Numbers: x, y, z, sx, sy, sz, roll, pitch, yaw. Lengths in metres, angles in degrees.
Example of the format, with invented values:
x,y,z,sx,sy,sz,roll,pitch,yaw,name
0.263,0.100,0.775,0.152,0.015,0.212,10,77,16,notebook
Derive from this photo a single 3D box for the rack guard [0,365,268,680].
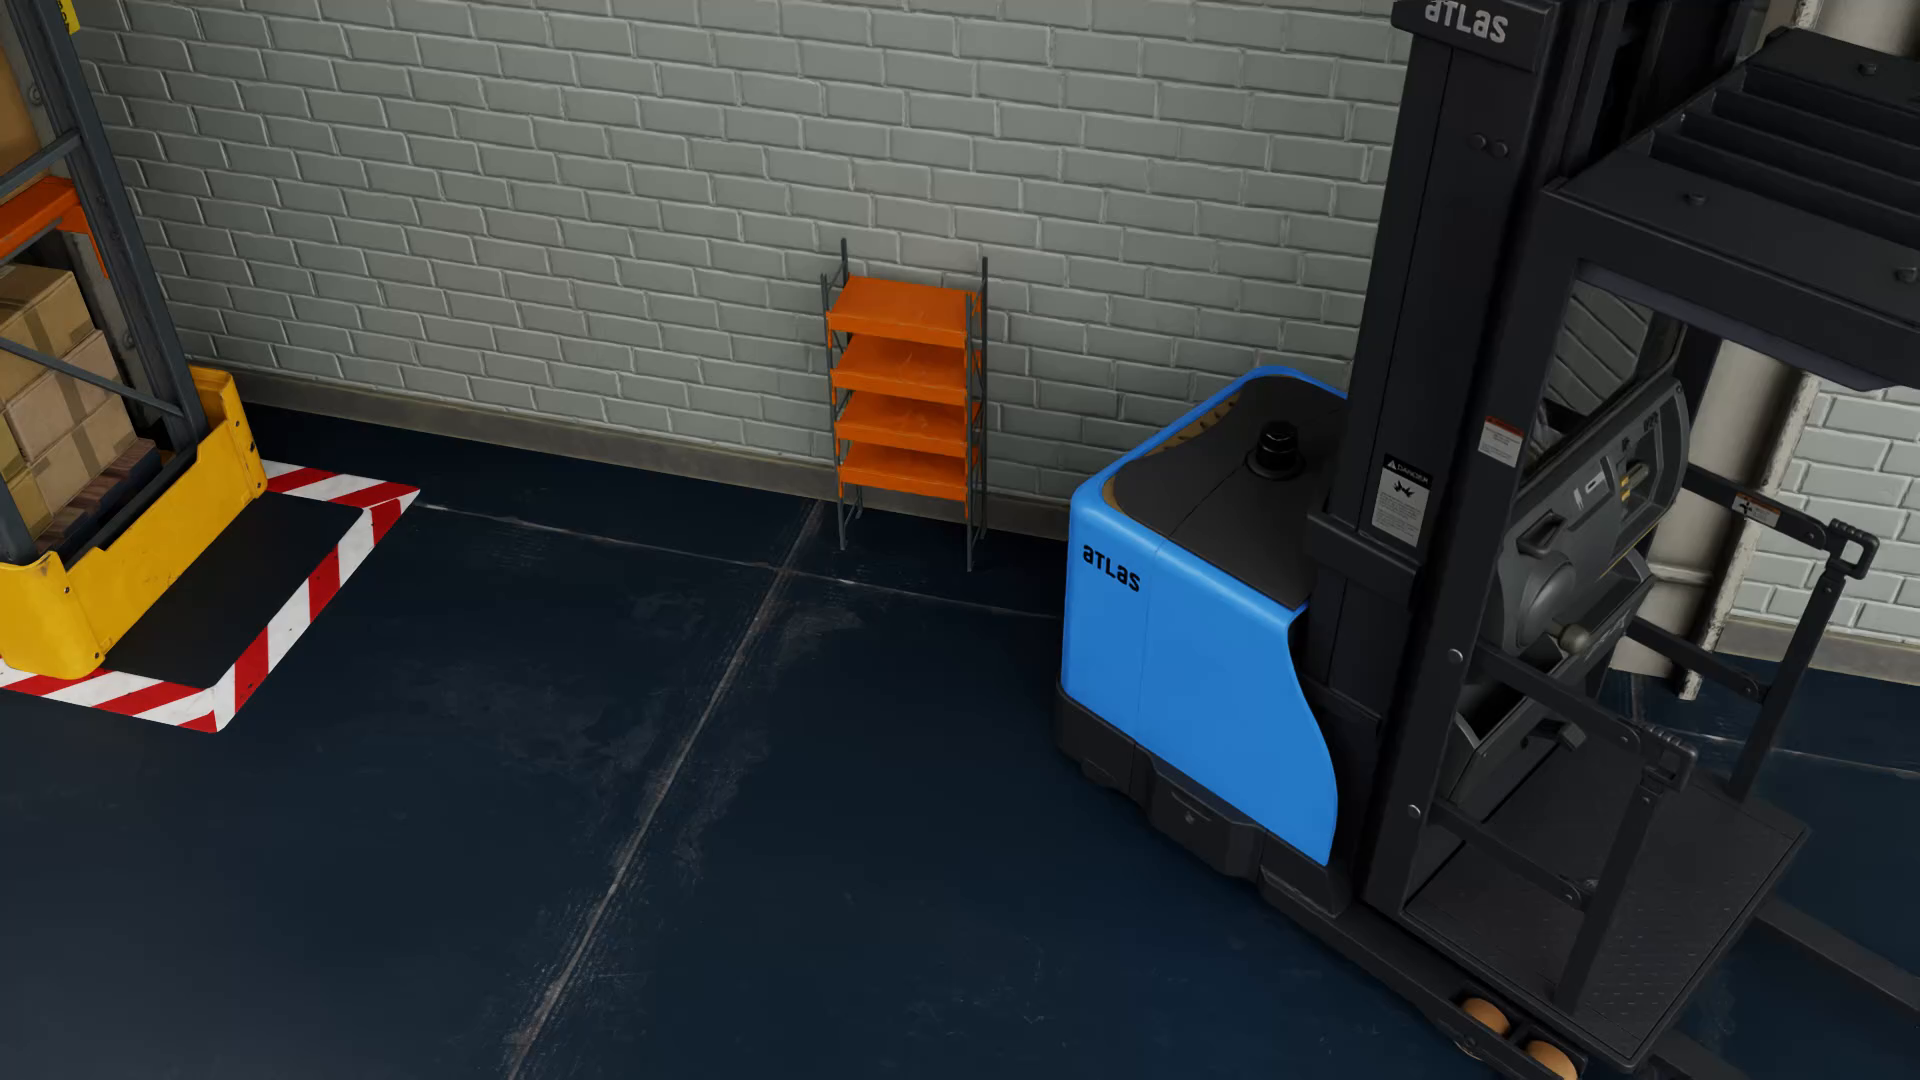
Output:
x,y,z,sx,sy,sz,roll,pitch,yaw,name
-3.008,-0.095,5.975,0.348,0.500,1.175,10,41,11,rack guard

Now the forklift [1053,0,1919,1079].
x,y,z,sx,sy,sz,roll,pitch,yaw,name
1.706,0.004,3.967,3.031,2.935,1.130,32,50,32,forklift

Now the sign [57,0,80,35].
x,y,z,sx,sy,sz,roll,pitch,yaw,name
-2.882,-1.762,5.281,0.005,0.325,0.100,10,41,11,sign

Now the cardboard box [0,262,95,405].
x,y,z,sx,sy,sz,roll,pitch,yaw,name
-3.447,-0.745,5.838,0.500,0.250,0.500,9,41,11,cardboard box

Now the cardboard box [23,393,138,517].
x,y,z,sx,sy,sz,roll,pitch,yaw,name
-3.455,-0.367,6.167,0.500,0.250,0.500,10,41,12,cardboard box

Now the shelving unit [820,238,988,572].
x,y,z,sx,sy,sz,roll,pitch,yaw,name
-0.177,-0.448,5.844,0.503,1.200,0.258,9,43,11,shelving unit

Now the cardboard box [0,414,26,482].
x,y,z,sx,sy,sz,roll,pitch,yaw,name
-3.583,-0.242,5.629,0.500,0.250,0.500,9,41,11,cardboard box

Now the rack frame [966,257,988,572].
x,y,z,sx,sy,sz,roll,pitch,yaw,name
0.060,-0.409,5.797,0.015,1.200,0.240,9,43,11,rack frame

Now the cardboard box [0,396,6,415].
x,y,z,sx,sy,sz,roll,pitch,yaw,name
-3.557,-0.430,5.464,0.500,0.250,0.500,11,41,13,cardboard box

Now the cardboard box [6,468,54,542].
x,y,z,sx,sy,sz,roll,pitch,yaw,name
-3.567,-0.046,5.784,0.500,0.250,0.500,10,41,12,cardboard box

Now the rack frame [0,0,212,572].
x,y,z,sx,sy,sz,roll,pitch,yaw,name
-3.032,-1.056,5.175,0.127,3.000,1.000,10,41,11,rack frame

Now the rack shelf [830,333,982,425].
x,y,z,sx,sy,sz,roll,pitch,yaw,name
-0.178,-0.565,5.740,0.480,0.148,0.258,9,43,11,rack shelf

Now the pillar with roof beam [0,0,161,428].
x,y,z,sx,sy,sz,roll,pitch,yaw,name
-4.584,-1.355,0.866,0.400,9.000,9.100,10,41,11,pillar with roof beam

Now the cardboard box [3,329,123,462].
x,y,z,sx,sy,sz,roll,pitch,yaw,name
-3.432,-0.563,6.011,0.500,0.250,0.500,10,41,12,cardboard box

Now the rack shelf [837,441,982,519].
x,y,z,sx,sy,sz,roll,pitch,yaw,name
-0.175,-0.249,6.021,0.480,0.148,0.258,9,43,11,rack shelf

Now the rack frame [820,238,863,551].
x,y,z,sx,sy,sz,roll,pitch,yaw,name
-0.413,-0.487,5.891,0.015,1.200,0.240,9,43,11,rack frame

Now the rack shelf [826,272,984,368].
x,y,z,sx,sy,sz,roll,pitch,yaw,name
-0.180,-0.741,5.583,0.480,0.148,0.258,9,43,11,rack shelf

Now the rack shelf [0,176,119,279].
x,y,z,sx,sy,sz,roll,pitch,yaw,name
-4.964,-1.113,5.803,4.000,0.370,1.077,10,41,11,rack shelf

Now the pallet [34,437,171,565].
x,y,z,sx,sy,sz,roll,pitch,yaw,name
-3.781,-0.090,6.193,1.213,0.211,1.003,10,41,11,pallet

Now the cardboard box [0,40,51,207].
x,y,z,sx,sy,sz,roll,pitch,yaw,name
-3.438,-1.350,5.447,0.500,0.500,0.500,11,41,13,cardboard box

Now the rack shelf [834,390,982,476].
x,y,z,sx,sy,sz,roll,pitch,yaw,name
-0.176,-0.398,5.889,0.480,0.148,0.258,9,43,11,rack shelf
